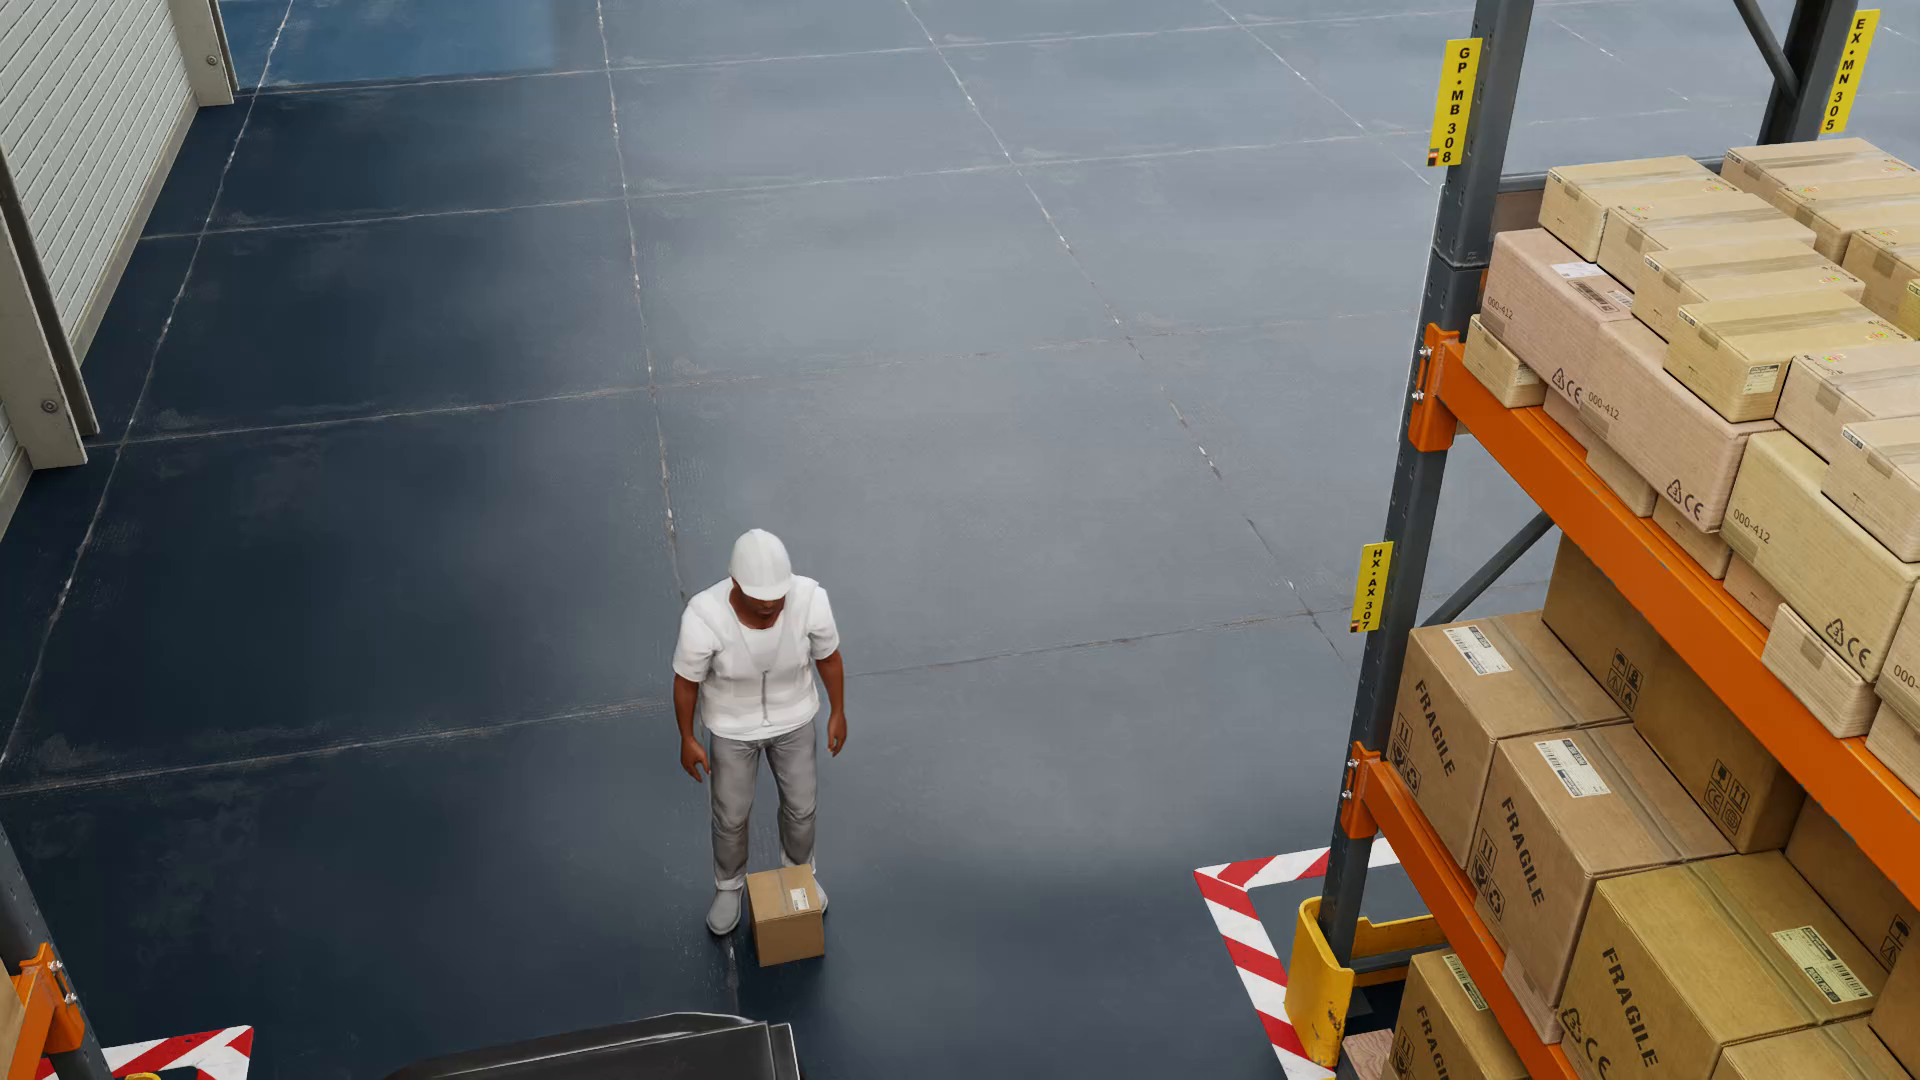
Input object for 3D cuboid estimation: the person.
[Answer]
[{"bbox_3d":[-0.721,0.686,6.116,0.633,1.759,0.462,-9,35,-13],"label":"person"}]
